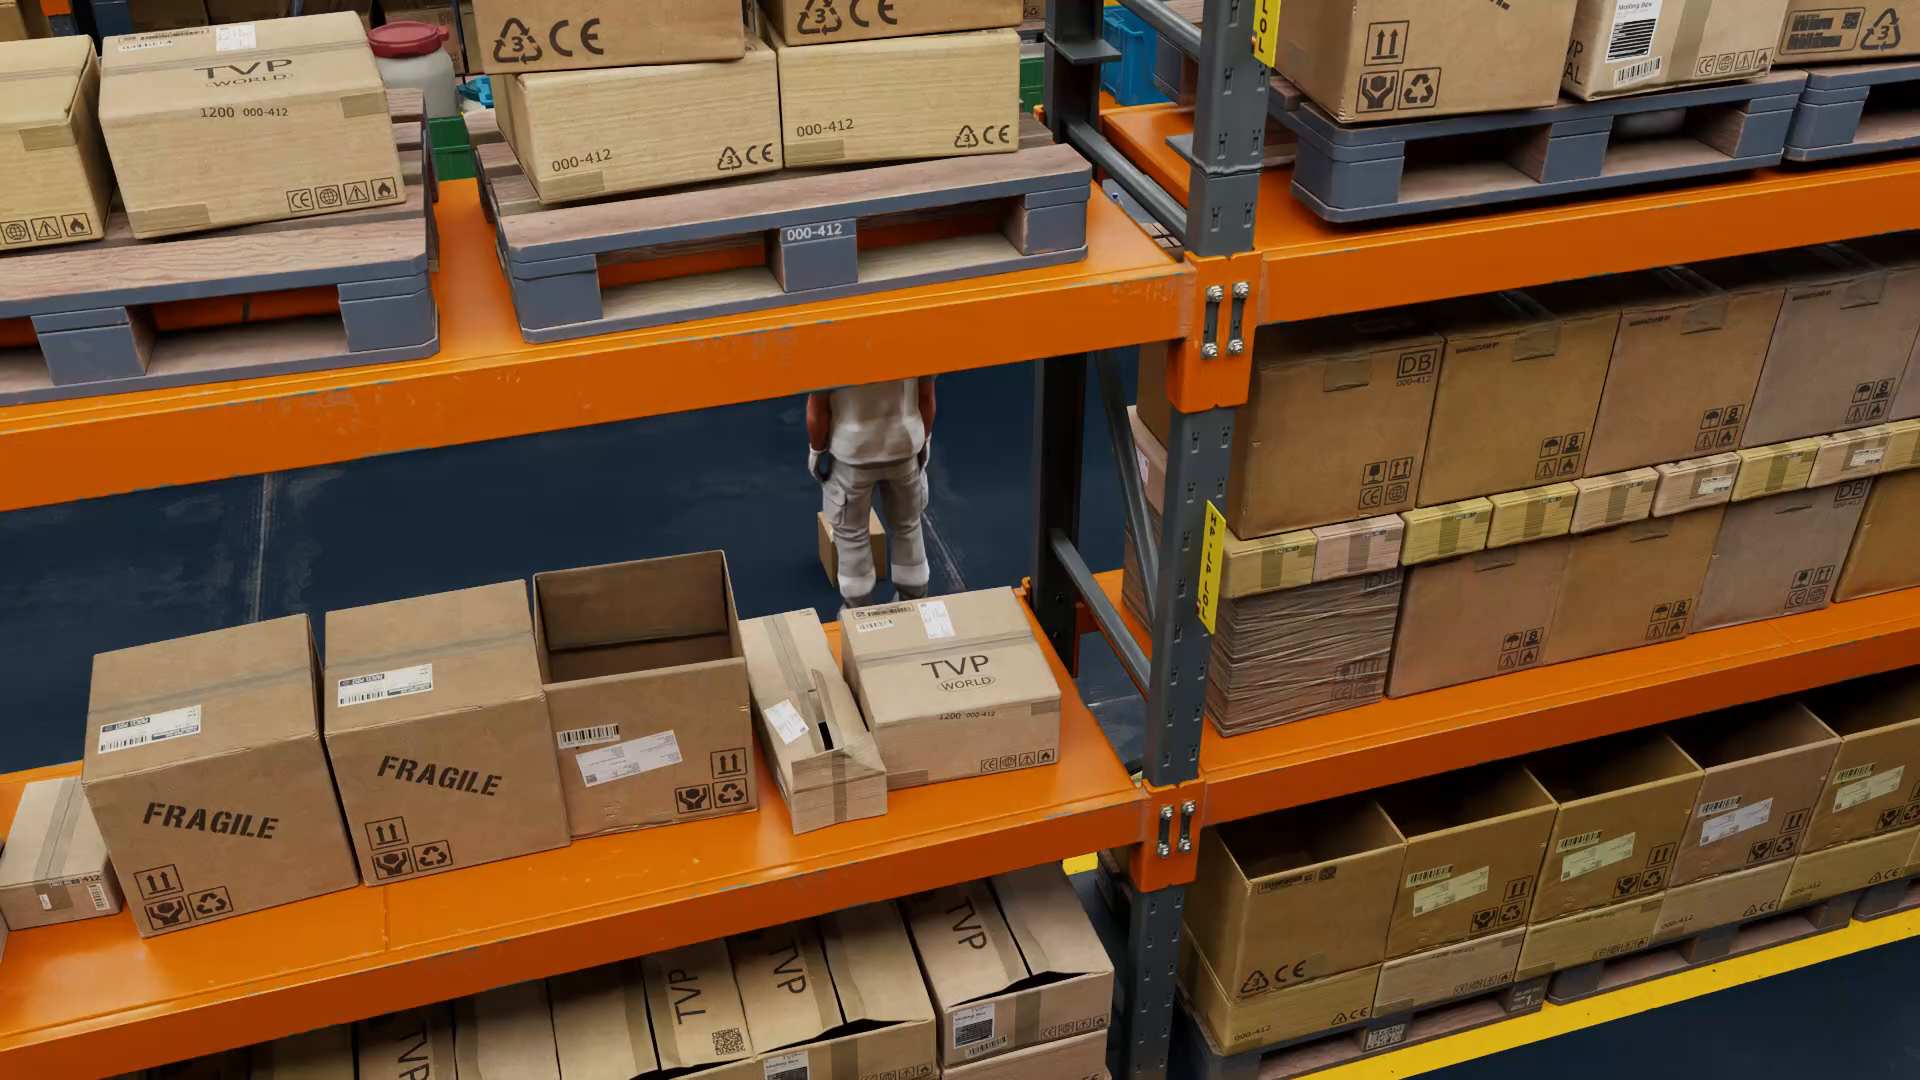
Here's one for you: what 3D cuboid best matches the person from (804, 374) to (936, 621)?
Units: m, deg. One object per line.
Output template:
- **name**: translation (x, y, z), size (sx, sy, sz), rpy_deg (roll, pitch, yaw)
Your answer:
- **person**: translation (-0.359, -0.361, 6.676), size (0.530, 1.772, 0.371), rpy_deg (-9, 35, -14)
